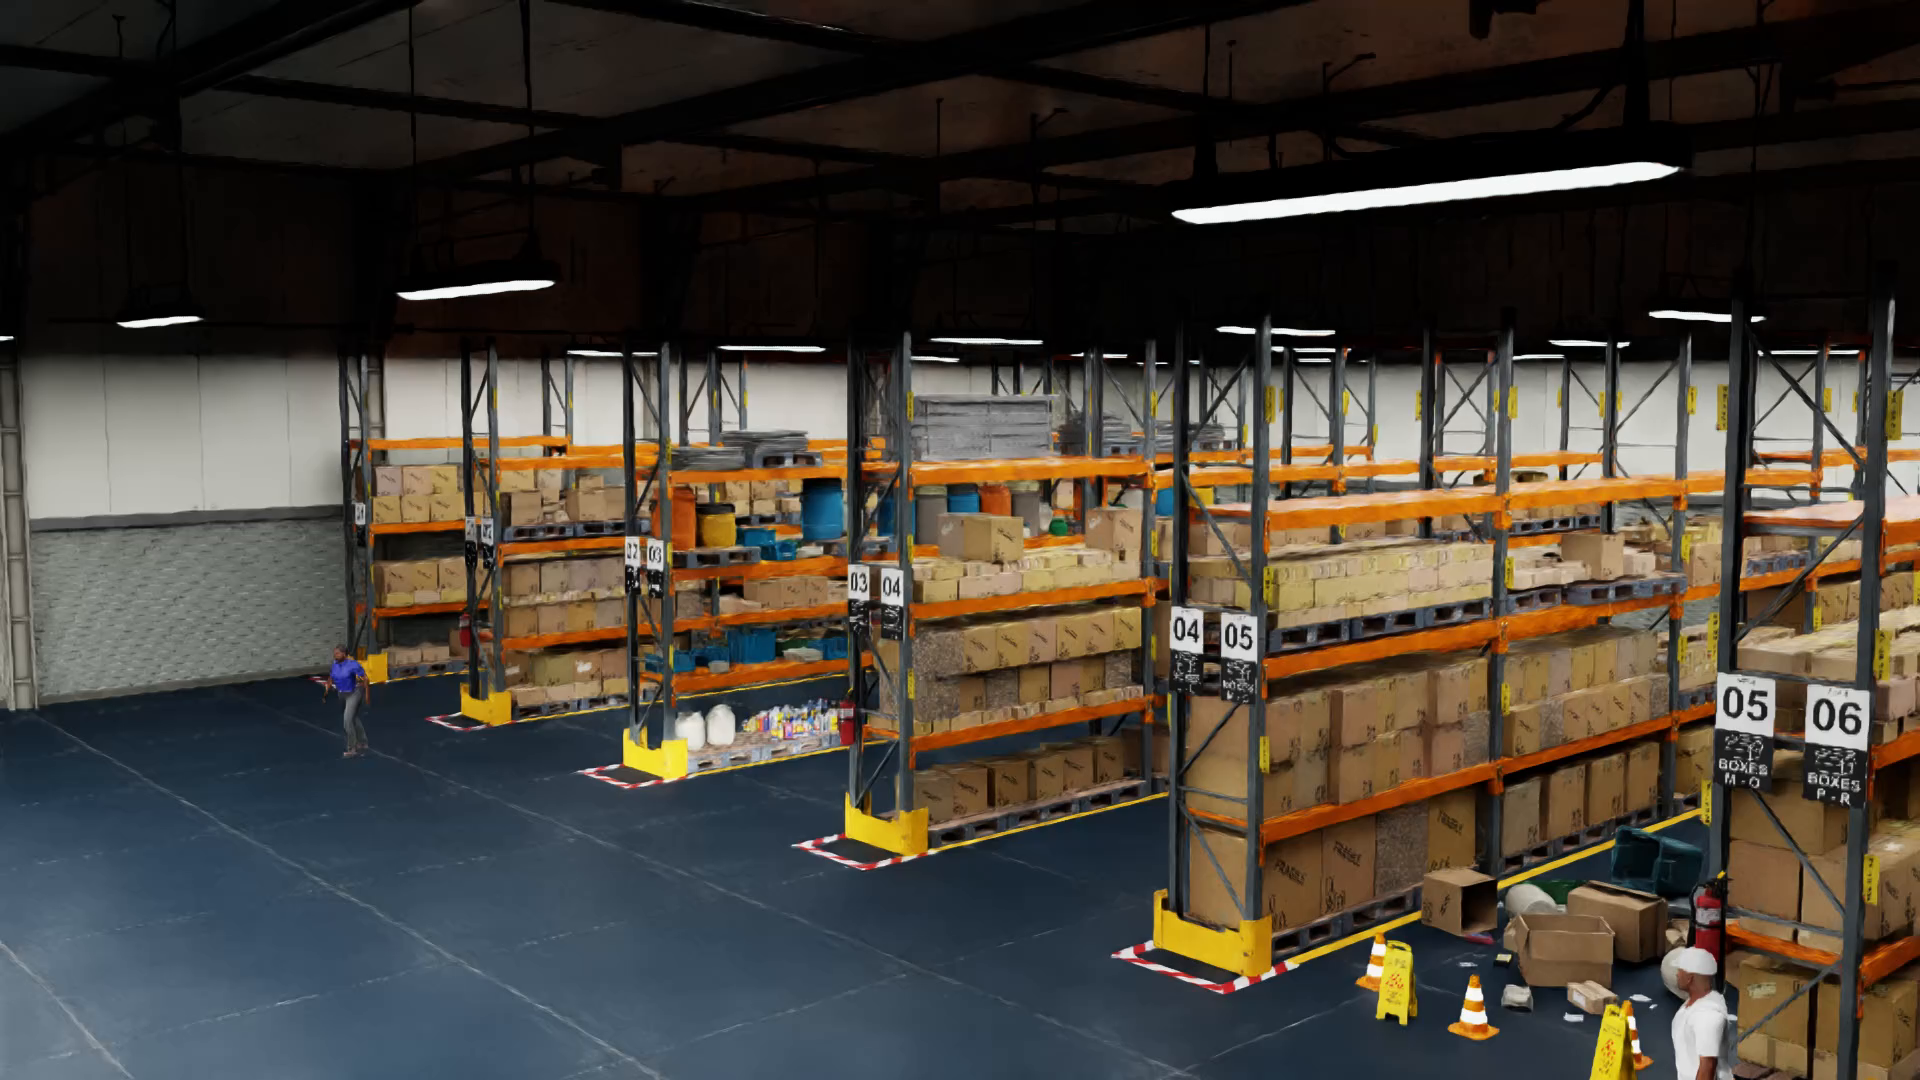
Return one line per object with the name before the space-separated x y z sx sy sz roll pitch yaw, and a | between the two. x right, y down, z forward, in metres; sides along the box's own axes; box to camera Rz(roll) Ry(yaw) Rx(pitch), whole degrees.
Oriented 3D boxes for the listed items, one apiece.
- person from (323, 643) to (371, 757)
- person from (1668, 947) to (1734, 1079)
person | -8.666 2.255 23.666 0.624 1.584 0.776 3 6 29
person | 4.602 3.386 10.214 0.614 1.762 0.594 2 5 17
